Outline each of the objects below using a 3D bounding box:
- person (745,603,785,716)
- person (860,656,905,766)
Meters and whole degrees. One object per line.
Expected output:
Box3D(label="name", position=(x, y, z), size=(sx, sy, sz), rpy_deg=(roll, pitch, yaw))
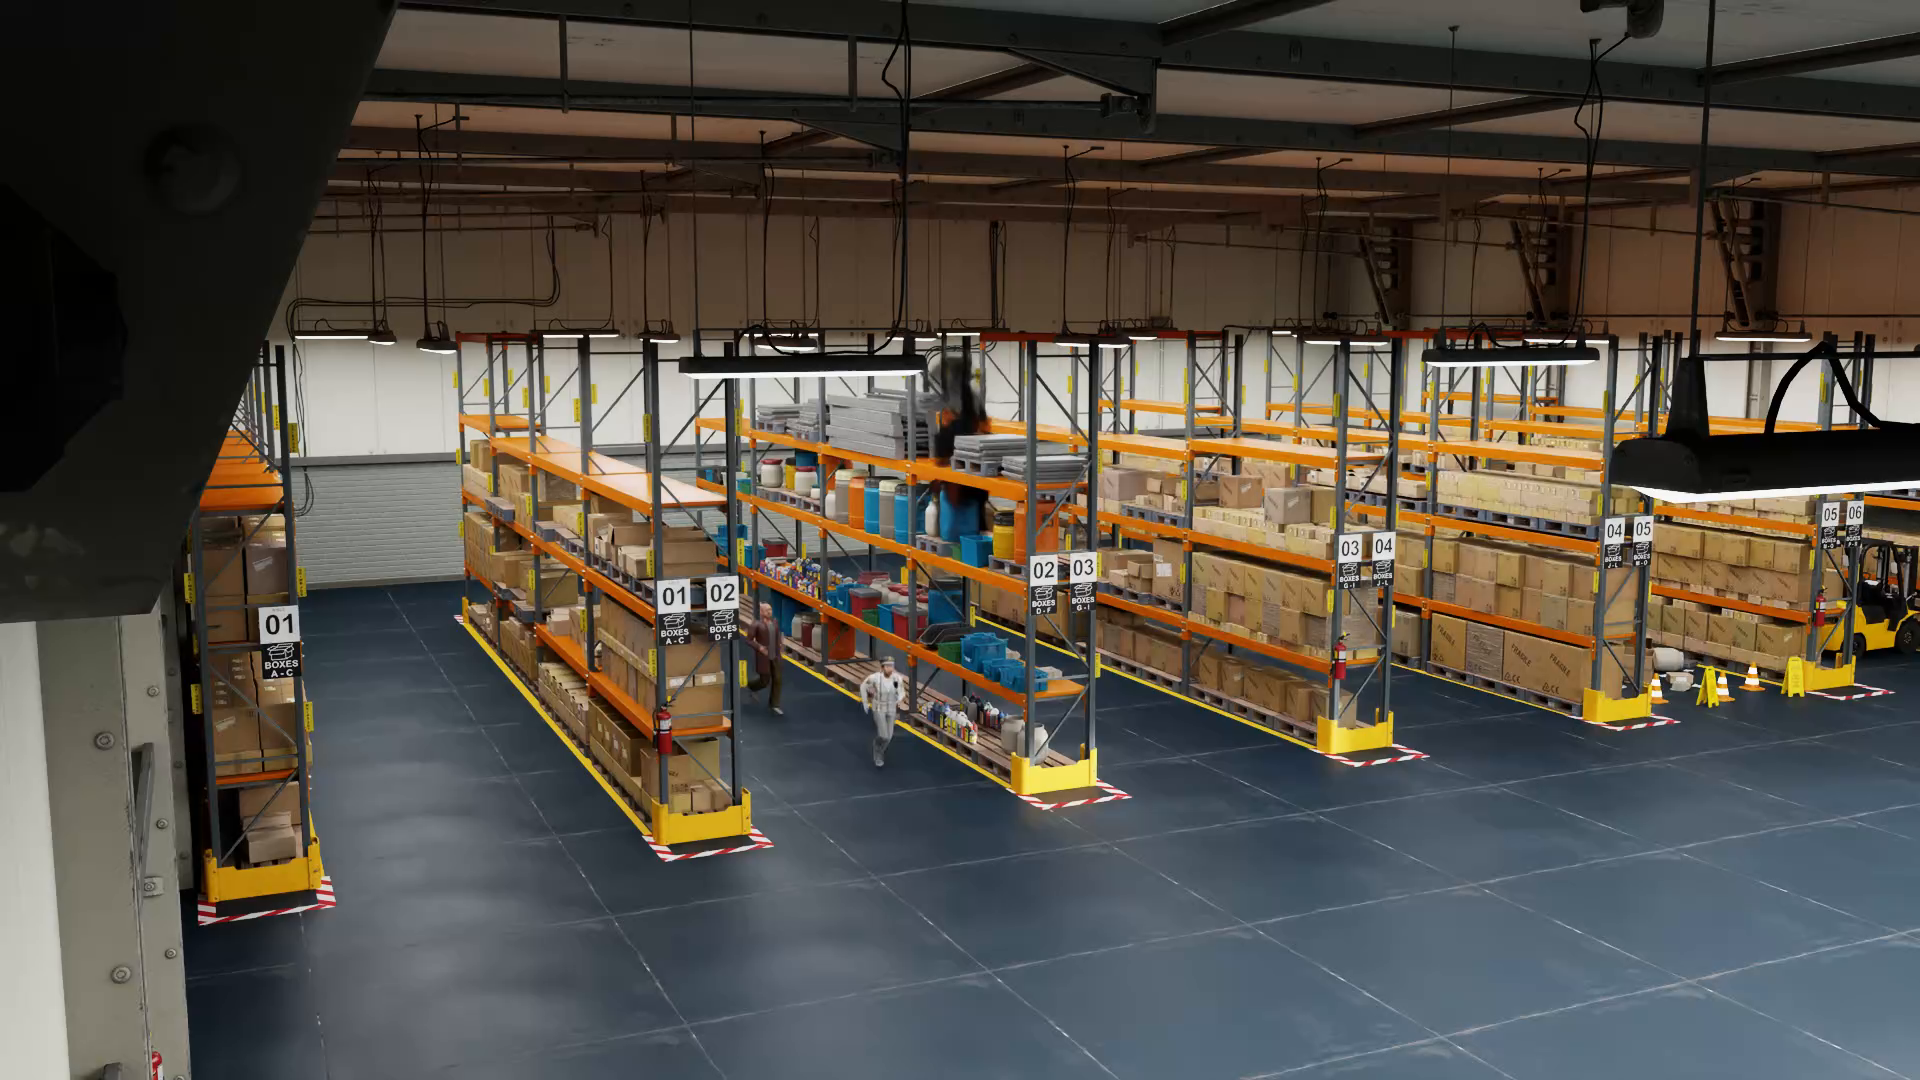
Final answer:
Box3D(label="person", position=(-3.101, 1.882, 26.659), size=(0.712, 1.764, 0.918), rpy_deg=(-6, 10, -36))
Box3D(label="person", position=(-1.048, 2.389, 23.215), size=(0.574, 1.611, 0.690), rpy_deg=(-4, 9, -25))
